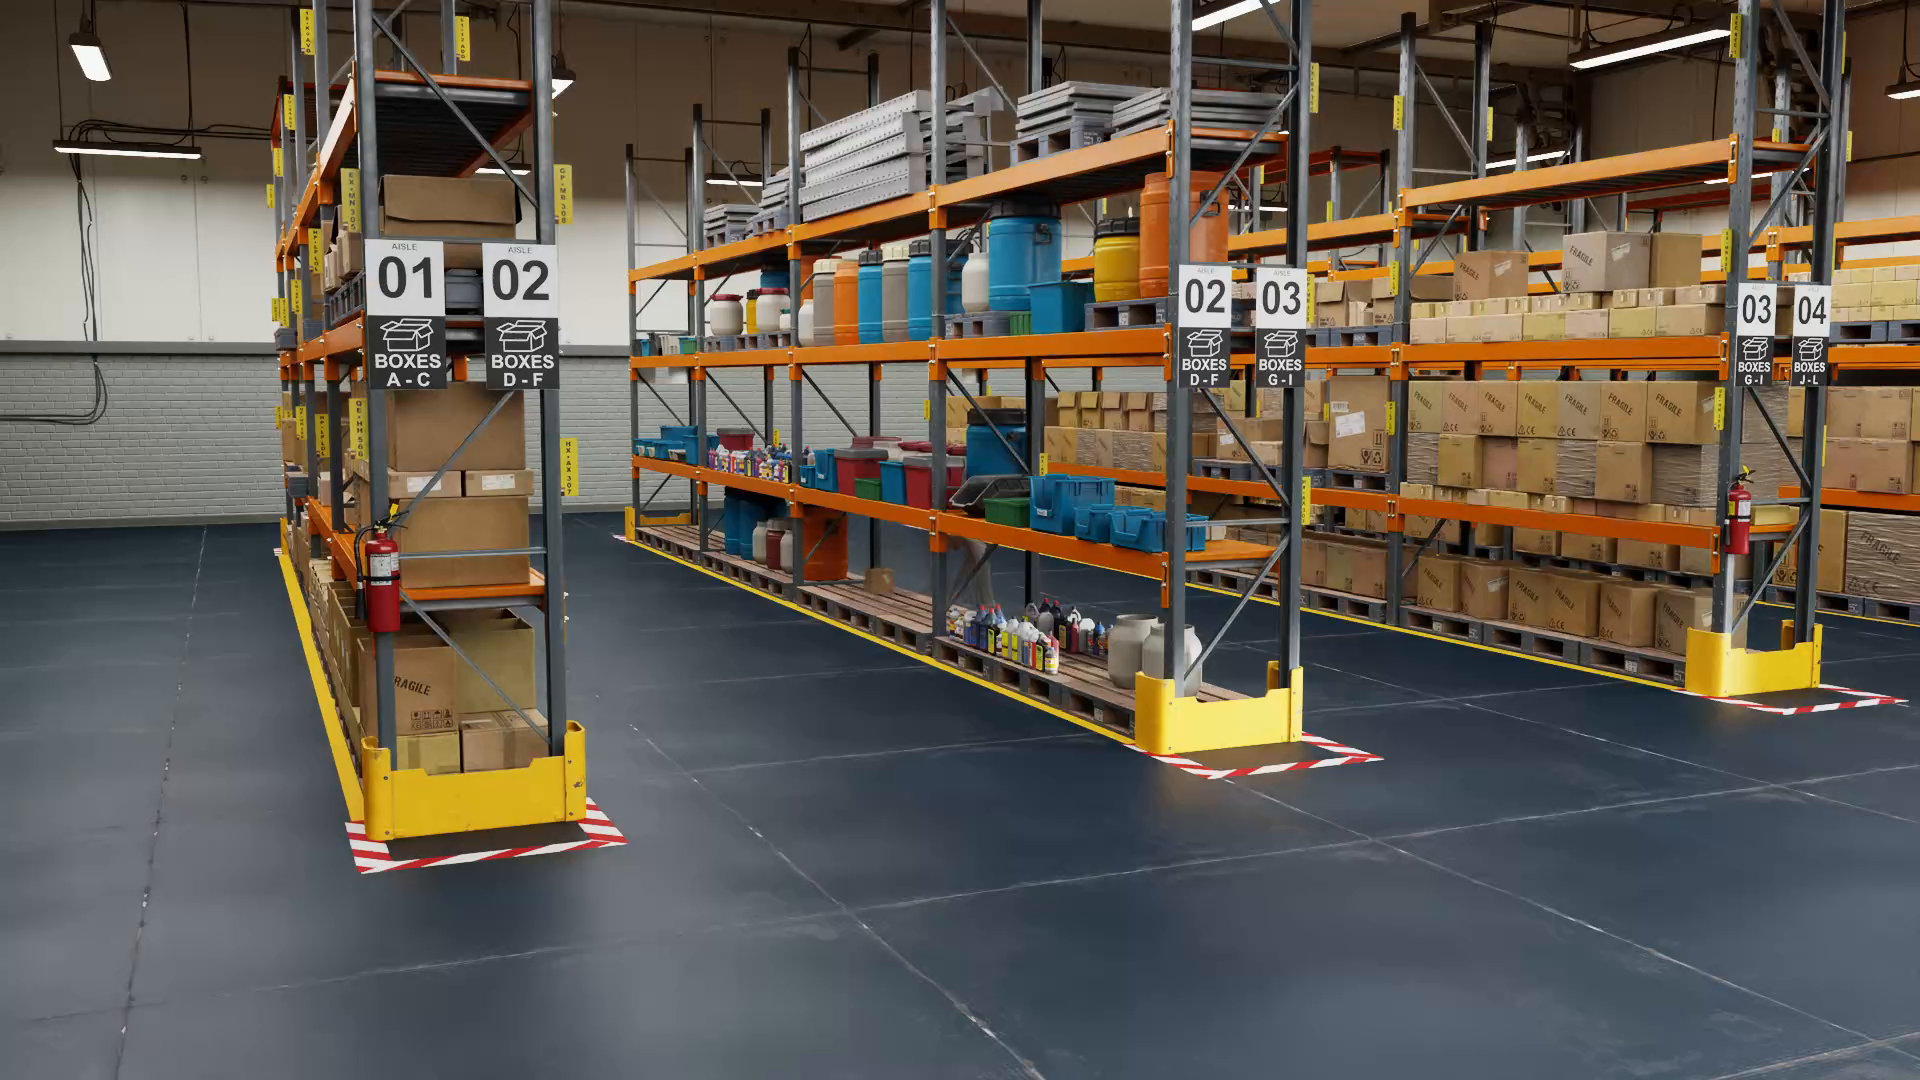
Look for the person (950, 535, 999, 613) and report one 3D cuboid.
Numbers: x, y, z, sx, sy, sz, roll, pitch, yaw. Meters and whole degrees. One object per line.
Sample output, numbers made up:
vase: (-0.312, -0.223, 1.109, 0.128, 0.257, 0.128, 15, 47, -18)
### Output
person: (0.209, -0.041, 17.432, 0.749, 1.687, 0.476, 3, 6, 31)
